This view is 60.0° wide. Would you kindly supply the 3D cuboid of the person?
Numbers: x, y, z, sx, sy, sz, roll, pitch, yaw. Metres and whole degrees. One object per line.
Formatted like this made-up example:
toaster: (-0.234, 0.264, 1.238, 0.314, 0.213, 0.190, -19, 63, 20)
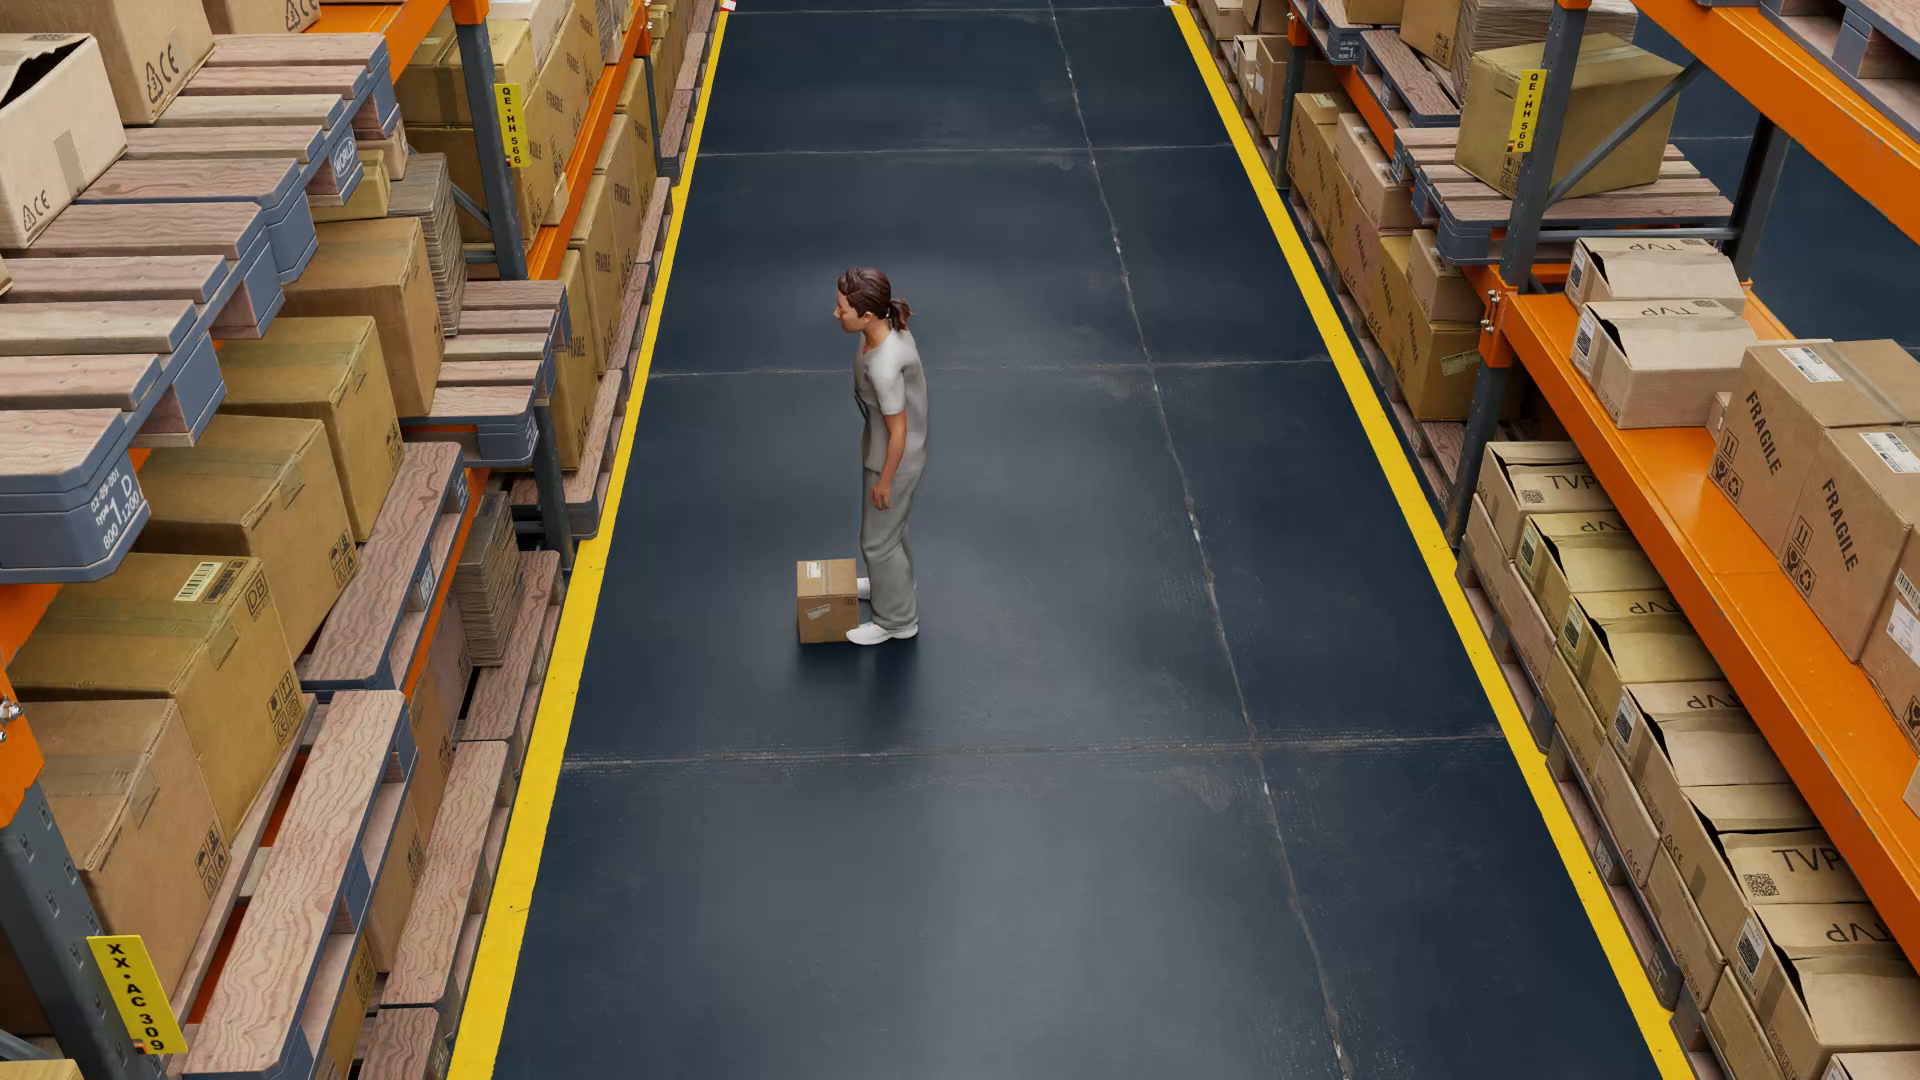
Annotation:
person: (-0.311, -0.335, 6.619, 0.365, 1.671, 0.514, -4, 36, -5)
